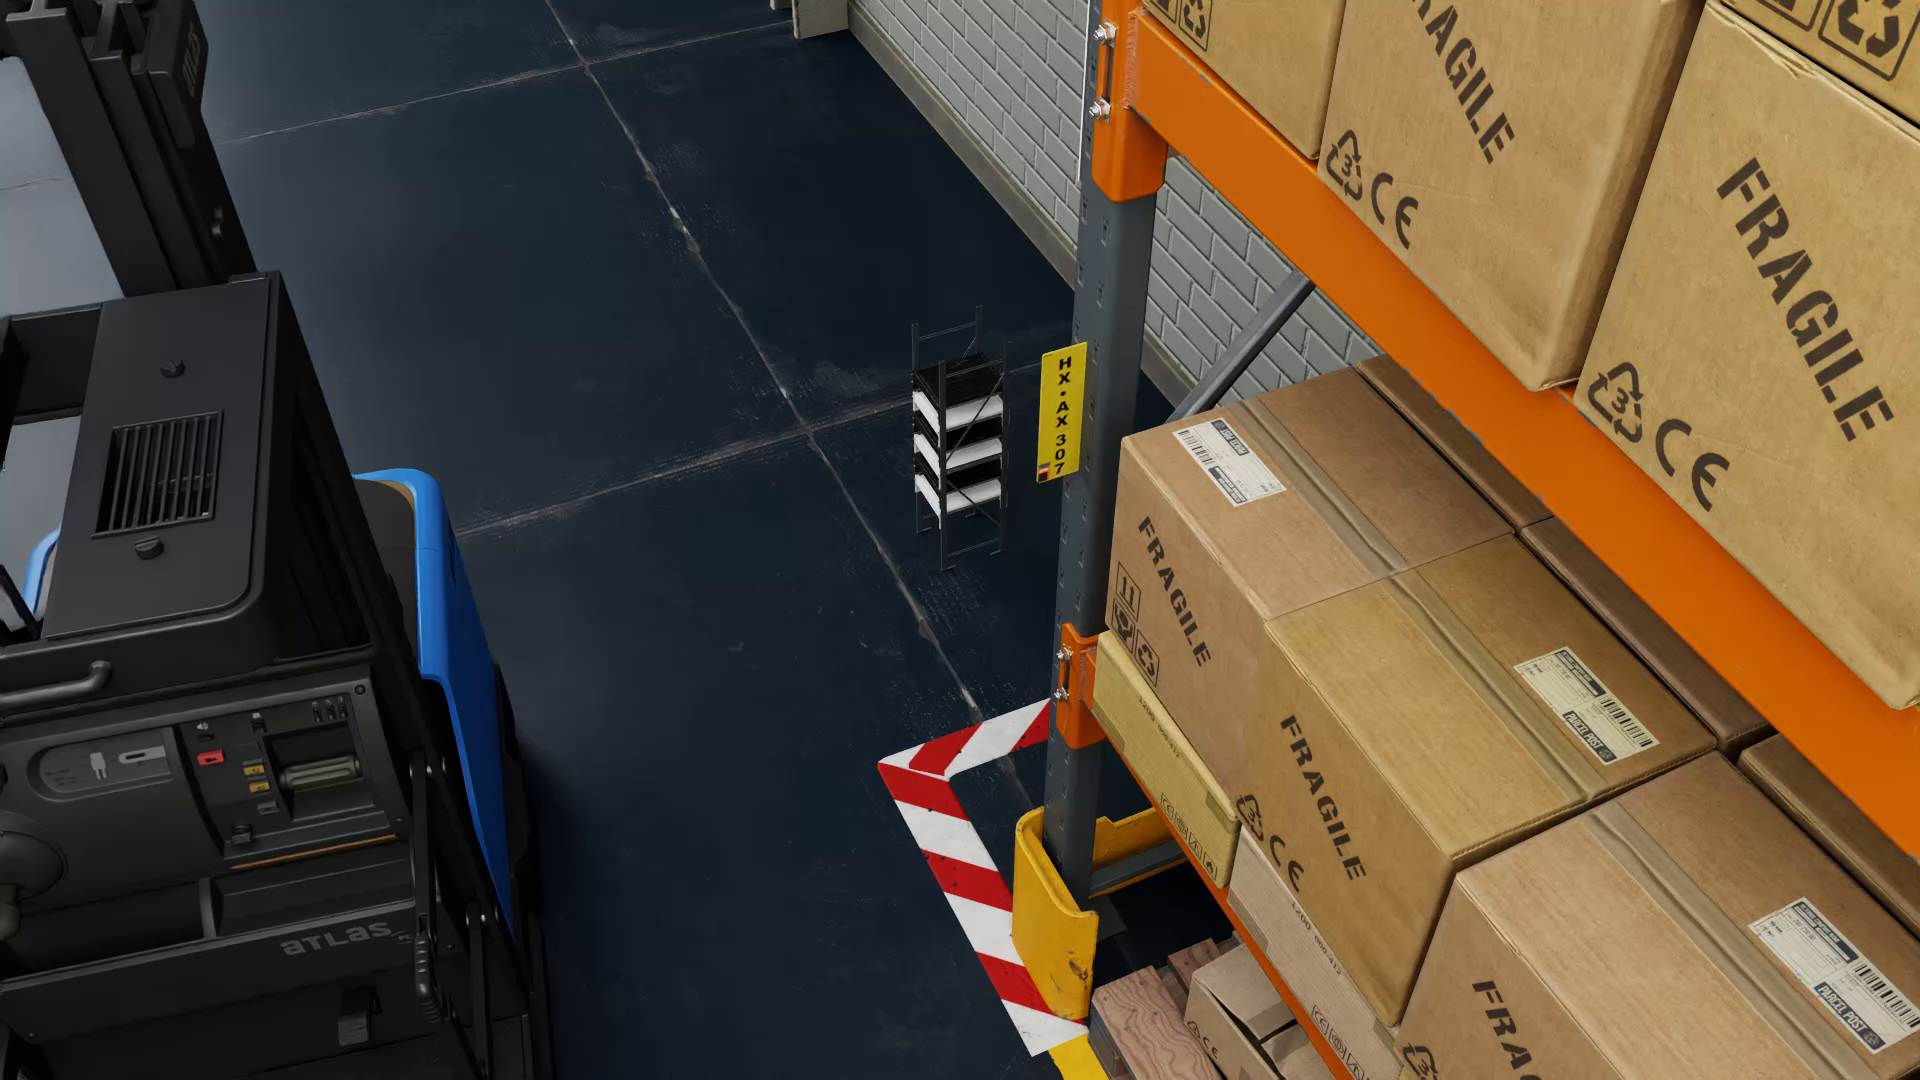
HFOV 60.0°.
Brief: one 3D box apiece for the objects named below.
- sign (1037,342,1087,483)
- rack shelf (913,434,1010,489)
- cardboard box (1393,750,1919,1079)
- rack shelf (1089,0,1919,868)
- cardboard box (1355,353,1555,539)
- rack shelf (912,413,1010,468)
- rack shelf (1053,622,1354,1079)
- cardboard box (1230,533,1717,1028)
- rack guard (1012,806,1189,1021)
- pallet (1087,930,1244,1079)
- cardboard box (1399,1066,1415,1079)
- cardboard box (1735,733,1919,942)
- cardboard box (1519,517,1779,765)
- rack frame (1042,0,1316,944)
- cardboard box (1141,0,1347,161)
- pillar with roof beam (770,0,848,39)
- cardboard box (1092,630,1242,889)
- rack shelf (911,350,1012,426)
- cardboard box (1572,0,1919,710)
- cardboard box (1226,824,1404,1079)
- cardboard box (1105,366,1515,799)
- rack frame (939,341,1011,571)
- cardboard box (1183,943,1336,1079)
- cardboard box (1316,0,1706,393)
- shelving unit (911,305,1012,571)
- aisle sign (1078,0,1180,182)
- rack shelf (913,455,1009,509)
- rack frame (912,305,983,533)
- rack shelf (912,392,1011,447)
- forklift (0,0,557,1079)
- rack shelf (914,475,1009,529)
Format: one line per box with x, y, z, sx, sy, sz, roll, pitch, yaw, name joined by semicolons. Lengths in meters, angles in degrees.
0.201;-0.245;3.247;0.100;0.325;0.005;-18;47;-17;sign
0.003;-0.291;5.452;0.258;0.077;0.200;-18;47;-17;rack shelf
1.031;0.724;2.440;0.500;0.500;0.500;-20;48;-19;cardboard box
1.534;0.365;1.621;1.077;0.370;4.000;-18;47;-17;rack shelf
1.084;-0.081;3.255;0.500;0.500;0.500;-19;48;-18;cardboard box
0.003;-0.355;5.389;0.258;0.077;0.200;-18;47;-17;rack shelf
1.534;1.433;2.674;1.077;0.370;4.000;-18;47;-17;rack shelf
0.820;0.393;2.775;0.500;0.500;0.500;-18;47;-17;cardboard box
0.725;0.841;4.542;1.175;0.500;0.348;-18;47;-17;rack guard
1.034;1.472;4.108;1.003;0.211;1.213;-18;47;-17;pallet
1.050;1.006;2.687;0.500;0.250;0.500;-19;48;-18;cardboard box
1.508;0.571;2.594;0.500;0.500;0.500;-19;48;-18;cardboard box
1.287;0.243;2.927;0.500;0.500;0.500;-17;47;-17;cardboard box
0.693;-0.098;3.713;1.000;3.000;0.127;-18;47;-17;rack frame
0.607;-0.921;2.327;0.500;0.500;0.500;-17;47;-16;cardboard box
-4.657;-4.595;4.000;9.100;9.000;0.400;-18;47;-17;pillar with roof beam
0.610;0.353;3.349;0.500;0.250;0.500;-19;48;-19;cardboard box
0.003;-0.484;5.262;0.258;0.077;0.200;-18;47;-17;rack shelf
1.022;-0.239;1.635;0.500;0.500;0.500;-16;47;-16;cardboard box
0.841;0.680;3.018;0.500;0.250;0.500;-19;48;-19;cardboard box
0.621;0.075;3.097;0.500;0.500;0.500;-18;47;-17;cardboard box
0.046;-0.250;5.363;0.240;0.900;0.006;-18;47;-17;rack frame
0.902;1.170;4.029;0.500;0.311;0.500;-23;49;-22;cardboard box
0.800;-0.568;1.969;0.500;0.500;0.500;-15;47;-15;cardboard box
0.003;-0.315;5.429;0.258;0.900;0.210;-18;47;-17;shelving unit
0.390;-0.980;2.757;0.394;0.787;0.004;-18;47;-17;aisle sign
0.003;-0.227;5.515;0.258;0.077;0.200;-18;47;-17;rack shelf
-0.039;-0.380;5.494;0.240;0.900;0.006;-18;47;-17;rack frame
0.003;-0.420;5.326;0.258;0.077;0.200;-18;47;-17;rack shelf
-1.528;0.602;3.054;1.130;2.935;3.031;-10;46;-10;forklift
0.003;-0.163;5.579;0.258;0.077;0.200;-18;47;-17;rack shelf
